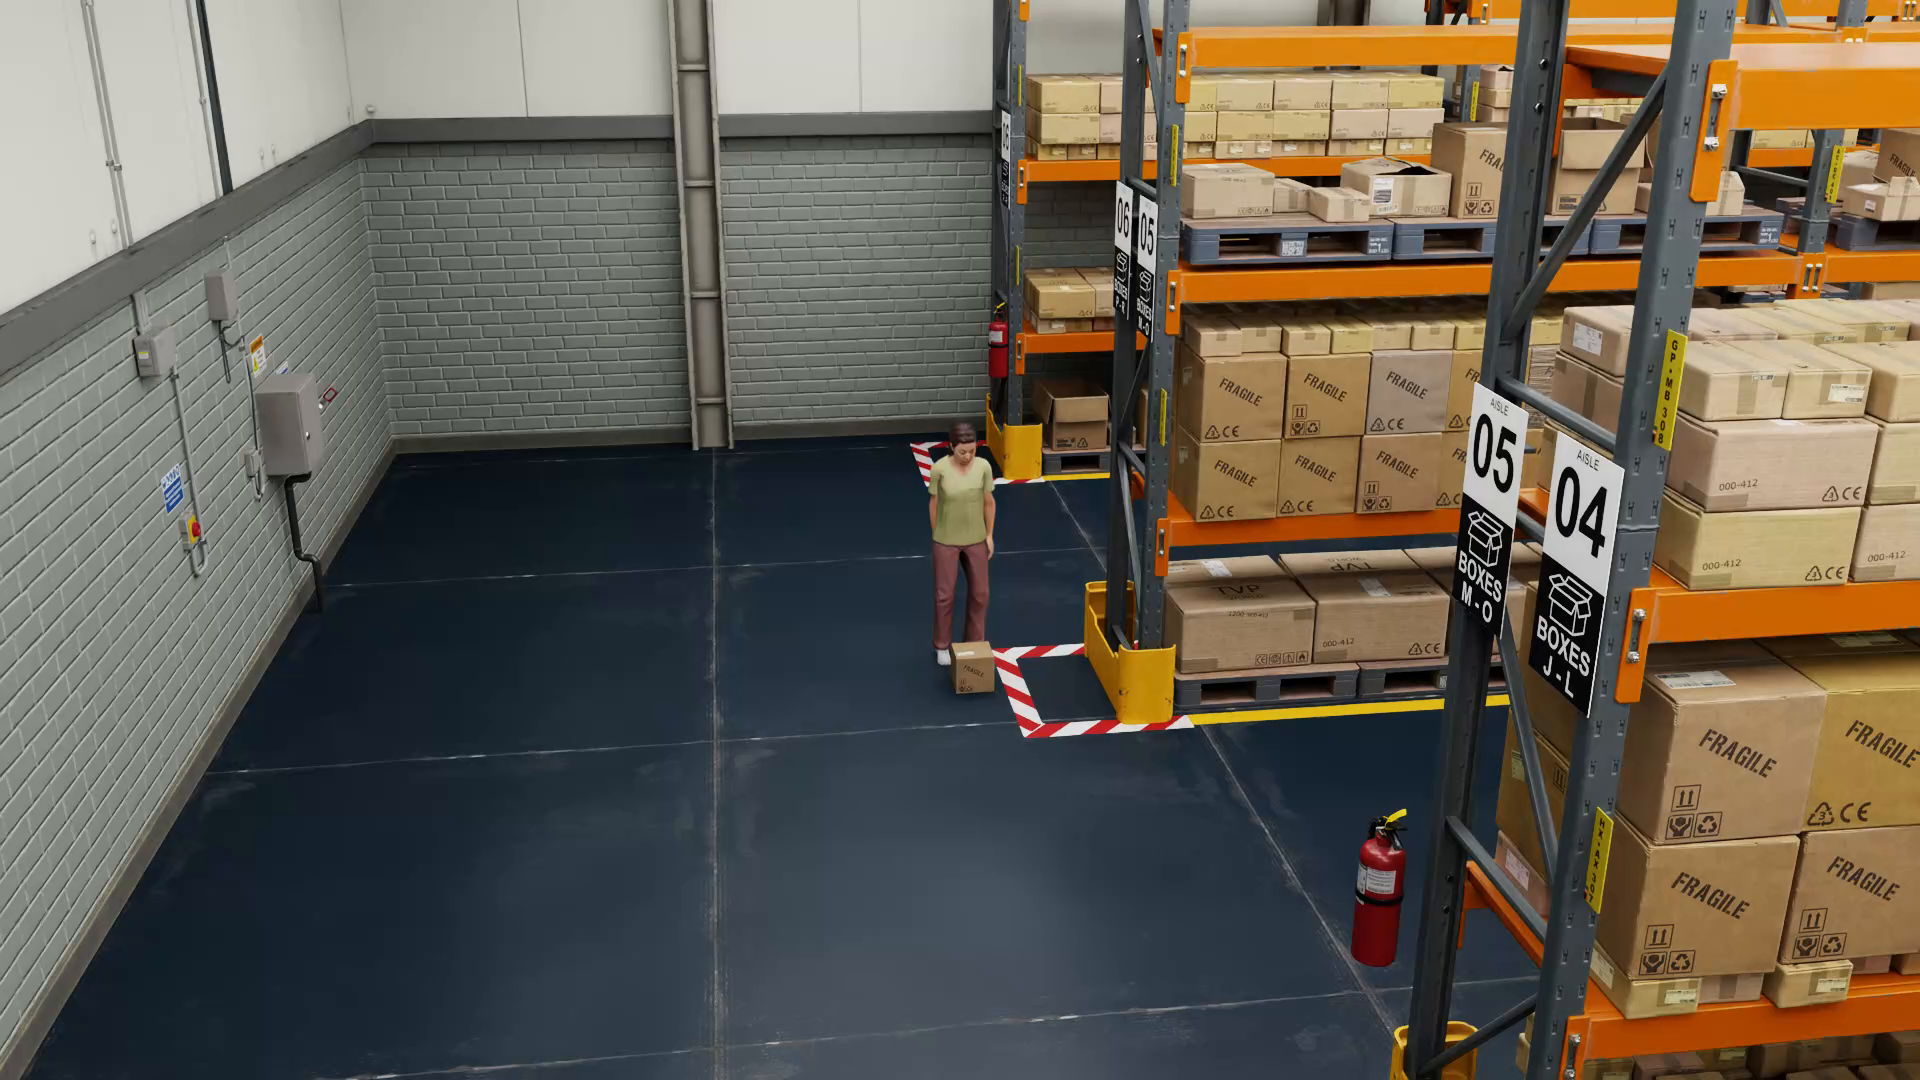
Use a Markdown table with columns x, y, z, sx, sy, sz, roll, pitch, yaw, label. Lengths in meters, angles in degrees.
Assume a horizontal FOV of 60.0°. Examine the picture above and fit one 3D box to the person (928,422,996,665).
| x | y | z | sx | sy | sz | roll | pitch | yaw | label |
| --- | --- | --- | --- | --- | --- | --- | --- | --- | --- |
| 0.016 | 0.010 | 11.077 | 0.452 | 1.668 | 0.358 | -3 | 20 | -9 | person |
